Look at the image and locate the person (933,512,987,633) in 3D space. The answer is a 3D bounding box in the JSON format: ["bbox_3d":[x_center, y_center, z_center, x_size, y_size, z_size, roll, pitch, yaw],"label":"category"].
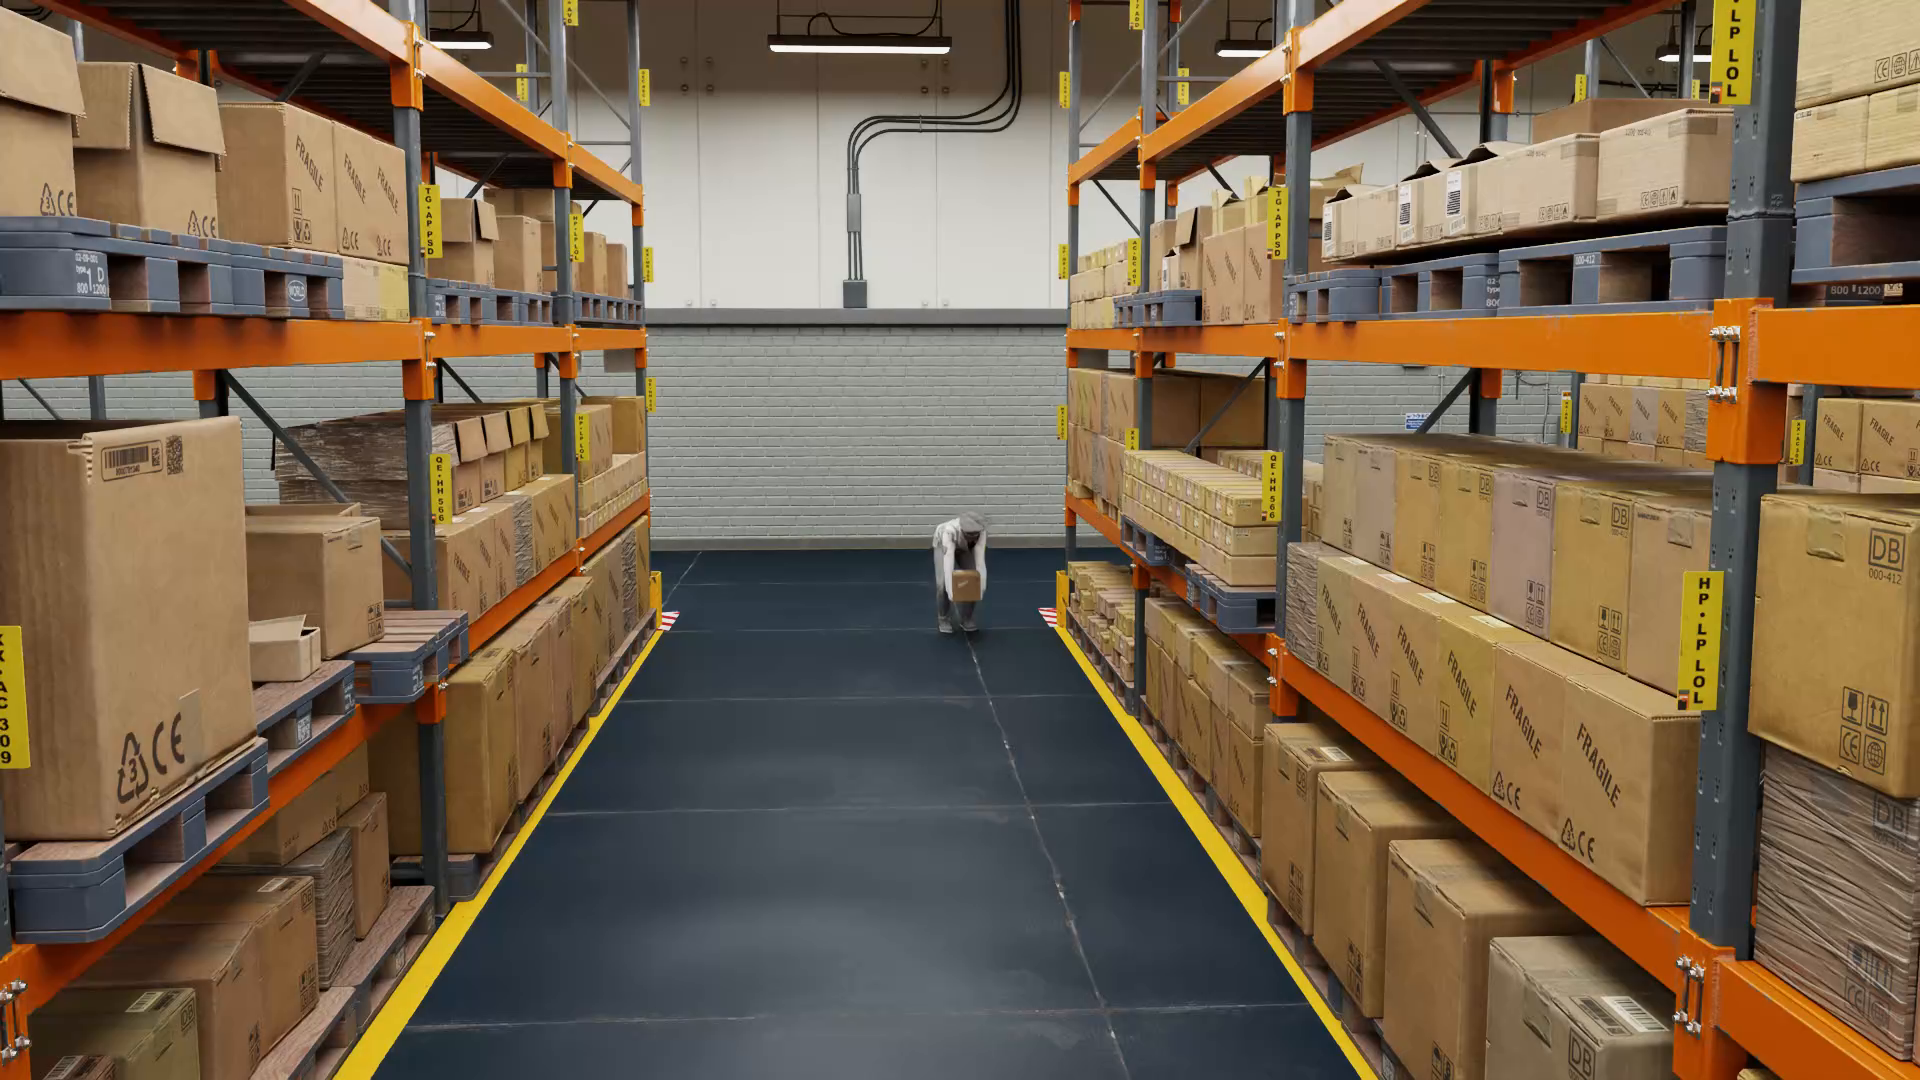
[{"bbox_3d":[0.013,0.293,15.400,0.430,1.172,0.911,-2,7,-15],"label":"person"}]
